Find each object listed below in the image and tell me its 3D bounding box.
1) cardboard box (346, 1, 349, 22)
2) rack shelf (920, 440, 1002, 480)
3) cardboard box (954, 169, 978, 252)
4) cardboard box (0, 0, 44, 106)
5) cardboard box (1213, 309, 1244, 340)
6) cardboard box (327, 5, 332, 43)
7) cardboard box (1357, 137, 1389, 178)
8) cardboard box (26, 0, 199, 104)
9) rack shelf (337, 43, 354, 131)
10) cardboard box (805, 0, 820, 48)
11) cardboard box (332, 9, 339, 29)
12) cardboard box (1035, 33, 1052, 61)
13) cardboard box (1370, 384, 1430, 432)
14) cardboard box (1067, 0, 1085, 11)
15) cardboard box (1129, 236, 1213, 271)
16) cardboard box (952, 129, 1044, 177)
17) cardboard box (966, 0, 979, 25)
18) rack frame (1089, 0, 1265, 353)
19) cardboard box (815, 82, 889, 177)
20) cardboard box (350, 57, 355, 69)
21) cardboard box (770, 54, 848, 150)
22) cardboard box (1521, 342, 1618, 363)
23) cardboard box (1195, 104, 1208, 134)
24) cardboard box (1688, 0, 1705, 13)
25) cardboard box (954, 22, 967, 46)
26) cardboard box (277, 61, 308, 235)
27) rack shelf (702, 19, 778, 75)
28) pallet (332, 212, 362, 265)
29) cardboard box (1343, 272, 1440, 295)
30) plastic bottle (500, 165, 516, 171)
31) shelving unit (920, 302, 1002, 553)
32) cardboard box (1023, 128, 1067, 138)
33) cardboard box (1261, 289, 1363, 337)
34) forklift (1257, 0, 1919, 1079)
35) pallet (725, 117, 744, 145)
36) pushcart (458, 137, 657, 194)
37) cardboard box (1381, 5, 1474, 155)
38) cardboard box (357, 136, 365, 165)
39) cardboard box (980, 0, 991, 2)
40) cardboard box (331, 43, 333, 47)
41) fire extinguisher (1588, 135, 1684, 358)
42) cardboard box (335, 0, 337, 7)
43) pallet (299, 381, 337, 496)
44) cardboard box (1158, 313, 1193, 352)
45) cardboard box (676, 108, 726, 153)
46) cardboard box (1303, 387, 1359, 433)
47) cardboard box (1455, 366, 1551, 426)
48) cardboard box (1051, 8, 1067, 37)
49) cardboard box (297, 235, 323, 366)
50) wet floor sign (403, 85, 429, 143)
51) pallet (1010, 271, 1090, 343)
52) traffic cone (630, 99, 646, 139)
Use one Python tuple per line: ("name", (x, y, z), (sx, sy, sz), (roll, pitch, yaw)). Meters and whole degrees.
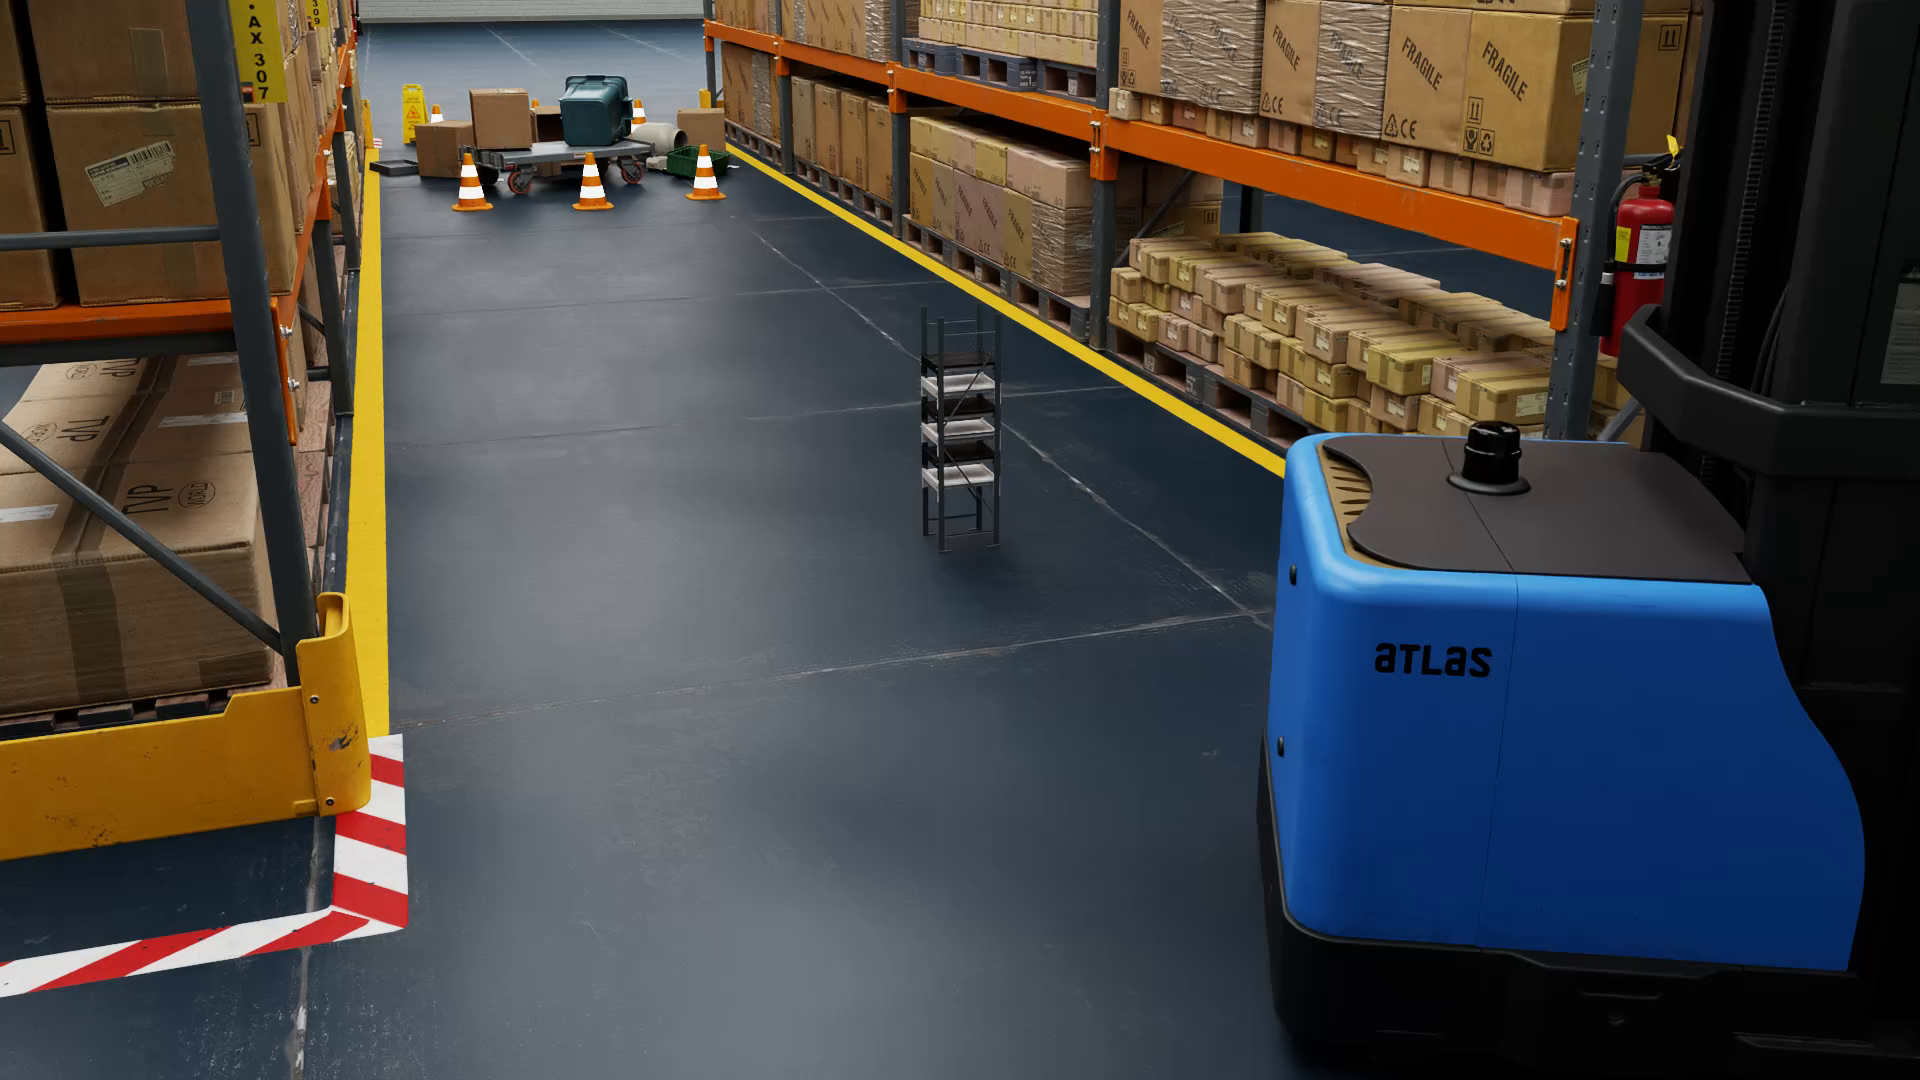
("cardboard box", (-6.155, -5.225, 15.938), (0.500, 0.500, 0.500), (-7, 21, -18))
("rack shelf", (0.003, -0.305, 6.299), (0.258, 0.077, 0.200), (-6, 21, -17))
("cardboard box", (0.276, -2.263, 11.356), (0.500, 0.500, 0.500), (-7, 21, -19))
("cardboard box", (-2.562, -1.342, 4.089), (0.500, 0.500, 0.500), (-6, 21, -15))
("cardboard box", (1.458, -1.059, 8.084), (0.380, 0.149, 0.250), (-5, 20, -15))
("cardboard box", (-4.306, -3.299, 10.646), (0.500, 0.250, 0.500), (-6, 21, -17))
("cardboard box", (1.819, -1.540, 6.638), (0.380, 0.149, 0.250), (-7, 21, -20))
("cardboard box", (-2.065, -1.397, 4.242), (0.500, 0.500, 0.500), (-7, 21, -18))
("rack shelf", (-5.328, -3.566, 12.971), (1.077, 0.370, 4.000), (-6, 21, -17))
("cardboard box", (-1.065, -4.632, 14.726), (0.500, 0.500, 0.500), (-6, 21, -17))
("cardboard box", (-5.268, -4.243, 13.542), (0.380, 0.149, 0.250), (-6, 21, -17))
("cardboard box", (0.676, -2.967, 9.990), (0.380, 0.149, 0.250), (-7, 21, -20))
("cardboard box", (1.881, -0.555, 6.681), (0.380, 0.149, 0.250), (-7, 21, -19))
("cardboard box", (0.829, -3.091, 9.455), (0.380, 0.149, 0.250), (-7, 21, -19))
("cardboard box", (1.137, -1.541, 8.984), (0.380, 0.149, 0.250), (-6, 20, -15))
("cardboard box", (0.258, -2.625, 11.255), (0.500, 0.250, 0.500), (-6, 21, -17))
("cardboard box", (0.261, -3.531, 11.119), (0.380, 0.149, 0.250), (-6, 21, -17))
("rack frame", (1.226, -2.537, 9.043), (1.000, 3.000, 0.127), (-6, 21, -17))
("cardboard box", (-0.709, -3.744, 15.109), (1.050, 0.750, 0.750), (-6, 21, -17))
("cardboard box", (-6.118, -4.623, 16.228), (0.380, 0.149, 0.250), (-5, 20, -14))
("cardboard box", (-1.420, -4.511, 17.061), (0.875, 0.875, 0.875), (-6, 21, -16))
("cardboard box", (2.440, -0.669, 6.559), (0.380, 0.149, 0.250), (-6, 21, -16))
("cardboard box", (1.369, -2.051, 8.060), (0.380, 0.149, 0.250), (-7, 21, -20))
("cardboard box", (2.594, -2.084, 5.713), (0.500, 0.500, 0.500), (-7, 21, -18))
("cardboard box", (0.173, -3.476, 11.407), (0.380, 0.149, 0.250), (-5, 20, -15))
("cardboard box", (-2.391, -1.251, 5.315), (0.500, 0.500, 0.500), (-7, 21, -18))
("rack shelf", (-1.917, -5.408, 18.099), (1.077, 0.370, 4.000), (-6, 21, -17))
("pallet", (-4.943, -2.201, 12.232), (1.003, 0.211, 1.213), (-6, 21, -17))
("cardboard box", (2.064, -1.176, 7.969), (0.380, 0.149, 0.250), (-7, 21, -19))
("plastic bottle", (-4.581, -3.777, 16.840), (0.133, 0.061, 0.283), (-3, 20, -8))
("shelving unit", (0.003, -0.421, 6.257), (0.258, 0.900, 0.210), (-6, 21, -17))
("cardboard box", (0.746, -2.678, 11.401), (0.500, 0.250, 0.500), (-6, 21, -16))
("cardboard box", (1.604, -1.036, 7.581), (0.380, 0.149, 0.250), (-6, 21, -17))
("forklift", (2.213, -0.411, 3.224), (3.031, 2.935, 1.130), (2, 20, 7))
("pallet", (-2.220, -4.827, 19.544), (1.003, 0.211, 1.213), (-6, 21, -17))
("pushcart", (-3.807, -3.570, 15.798), (1.648, 0.377, 0.936), (-15, 25, -36))
("cardboard box", (1.940, -1.723, 6.189), (0.500, 0.500, 0.500), (-7, 21, -18))
("cardboard box", (-5.885, -3.668, 15.637), (0.500, 0.250, 0.500), (-7, 21, -20))
("cardboard box", (0.344, -3.590, 10.844), (0.380, 0.149, 0.250), (-6, 21, -16))
("cardboard box", (-4.294, -3.057, 10.713), (0.500, 0.250, 0.500), (-7, 21, -19))
("fire extinguisher", (2.124, -0.912, 5.184), (0.296, 0.674, 0.183), (-6, 21, -17))
("cardboard box", (-5.436, -4.648, 13.710), (0.500, 0.500, 0.500), (-6, 21, -17))
("pallet", (-3.277, -0.414, 7.257), (1.003, 0.211, 1.213), (-6, 21, -17))
("cardboard box", (1.246, -1.083, 8.589), (0.380, 0.149, 0.250), (-6, 21, -17))
("cardboard box", (-2.751, -4.318, 17.696), (0.500, 0.500, 0.500), (-3, 20, -8))
("cardboard box", (1.712, -0.575, 7.176), (0.380, 0.149, 0.250), (-7, 21, -20))
("cardboard box", (2.076, -0.533, 6.178), (0.380, 0.149, 0.250), (-6, 21, -17))
("cardboard box", (0.754, -3.028, 9.719), (0.380, 0.149, 0.250), (-5, 20, -15))
("cardboard box", (-3.713, -1.367, 8.307), (0.875, 0.875, 0.875), (-6, 21, -16))
("wet floor sign", (-6.257, -4.896, 19.094), (0.267, 0.644, 0.232), (1, 20, 2))
("pallet", (0.980, -1.475, 10.210), (1.003, 0.211, 1.213), (-6, 21, -17))
("traffic cone", (-3.727, -4.873, 19.299), (0.336, 0.463, 0.334), (-6, 21, -17))
